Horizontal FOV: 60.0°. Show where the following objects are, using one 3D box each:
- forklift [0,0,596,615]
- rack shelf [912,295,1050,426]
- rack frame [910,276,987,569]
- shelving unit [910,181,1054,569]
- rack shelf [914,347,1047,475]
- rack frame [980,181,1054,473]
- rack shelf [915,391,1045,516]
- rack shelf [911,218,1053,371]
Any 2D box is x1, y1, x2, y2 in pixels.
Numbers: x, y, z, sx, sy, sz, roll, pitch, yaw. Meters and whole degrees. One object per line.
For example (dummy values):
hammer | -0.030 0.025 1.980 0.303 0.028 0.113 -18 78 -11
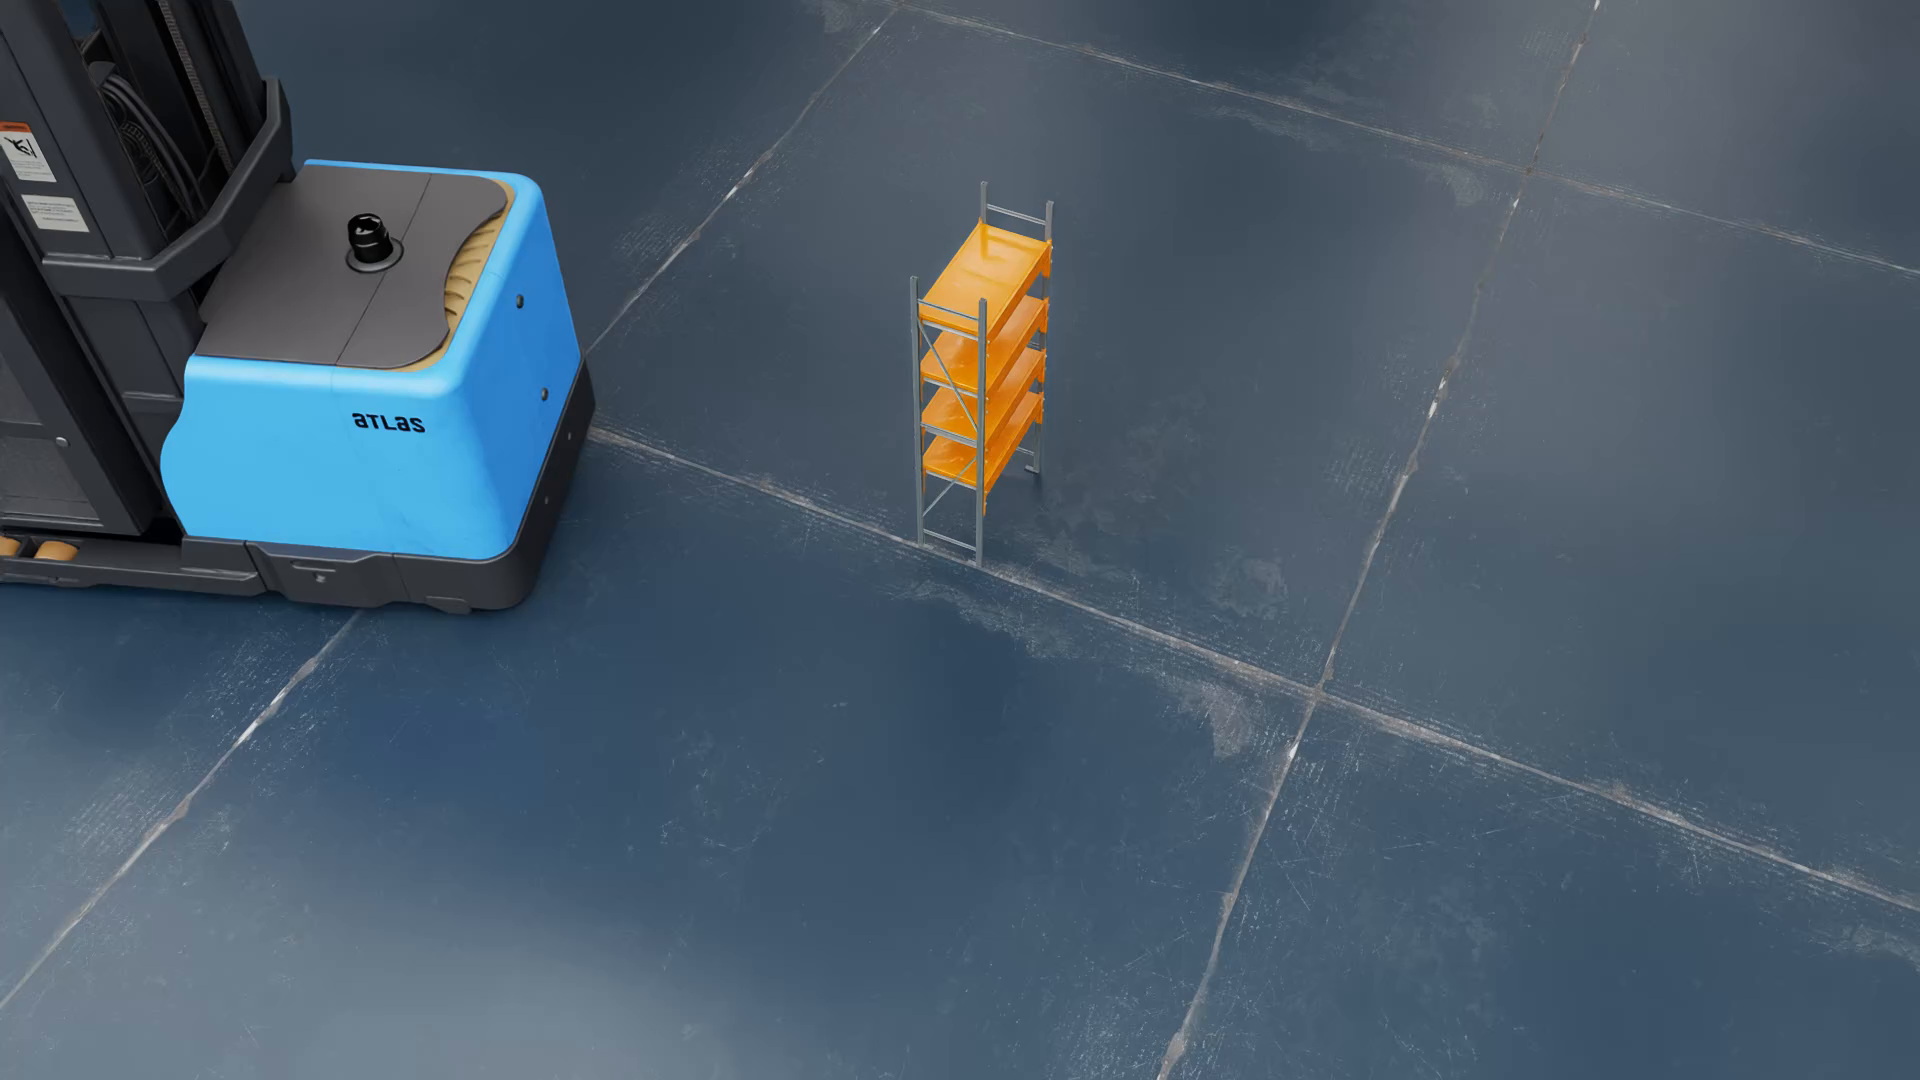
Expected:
forklift | -2.880 -1.187 4.836 3.031 2.935 1.130 5 50 4
rack shelf | 0.071 -0.604 5.271 0.258 0.148 0.480 20 52 16
rack frame | -0.034 -0.335 5.247 0.240 1.200 0.015 20 52 16
shelving unit | 0.071 -0.503 5.390 0.258 1.200 0.503 20 52 16
rack shelf | 0.071 -0.459 5.441 0.258 0.148 0.480 20 52 16
rack frame | 0.175 -0.671 5.533 0.240 1.200 0.015 20 52 16
rack shelf | 0.071 -0.331 5.592 0.258 0.148 0.480 20 52 16
rack shelf | 0.071 -0.757 5.091 0.258 0.148 0.480 20 52 16
